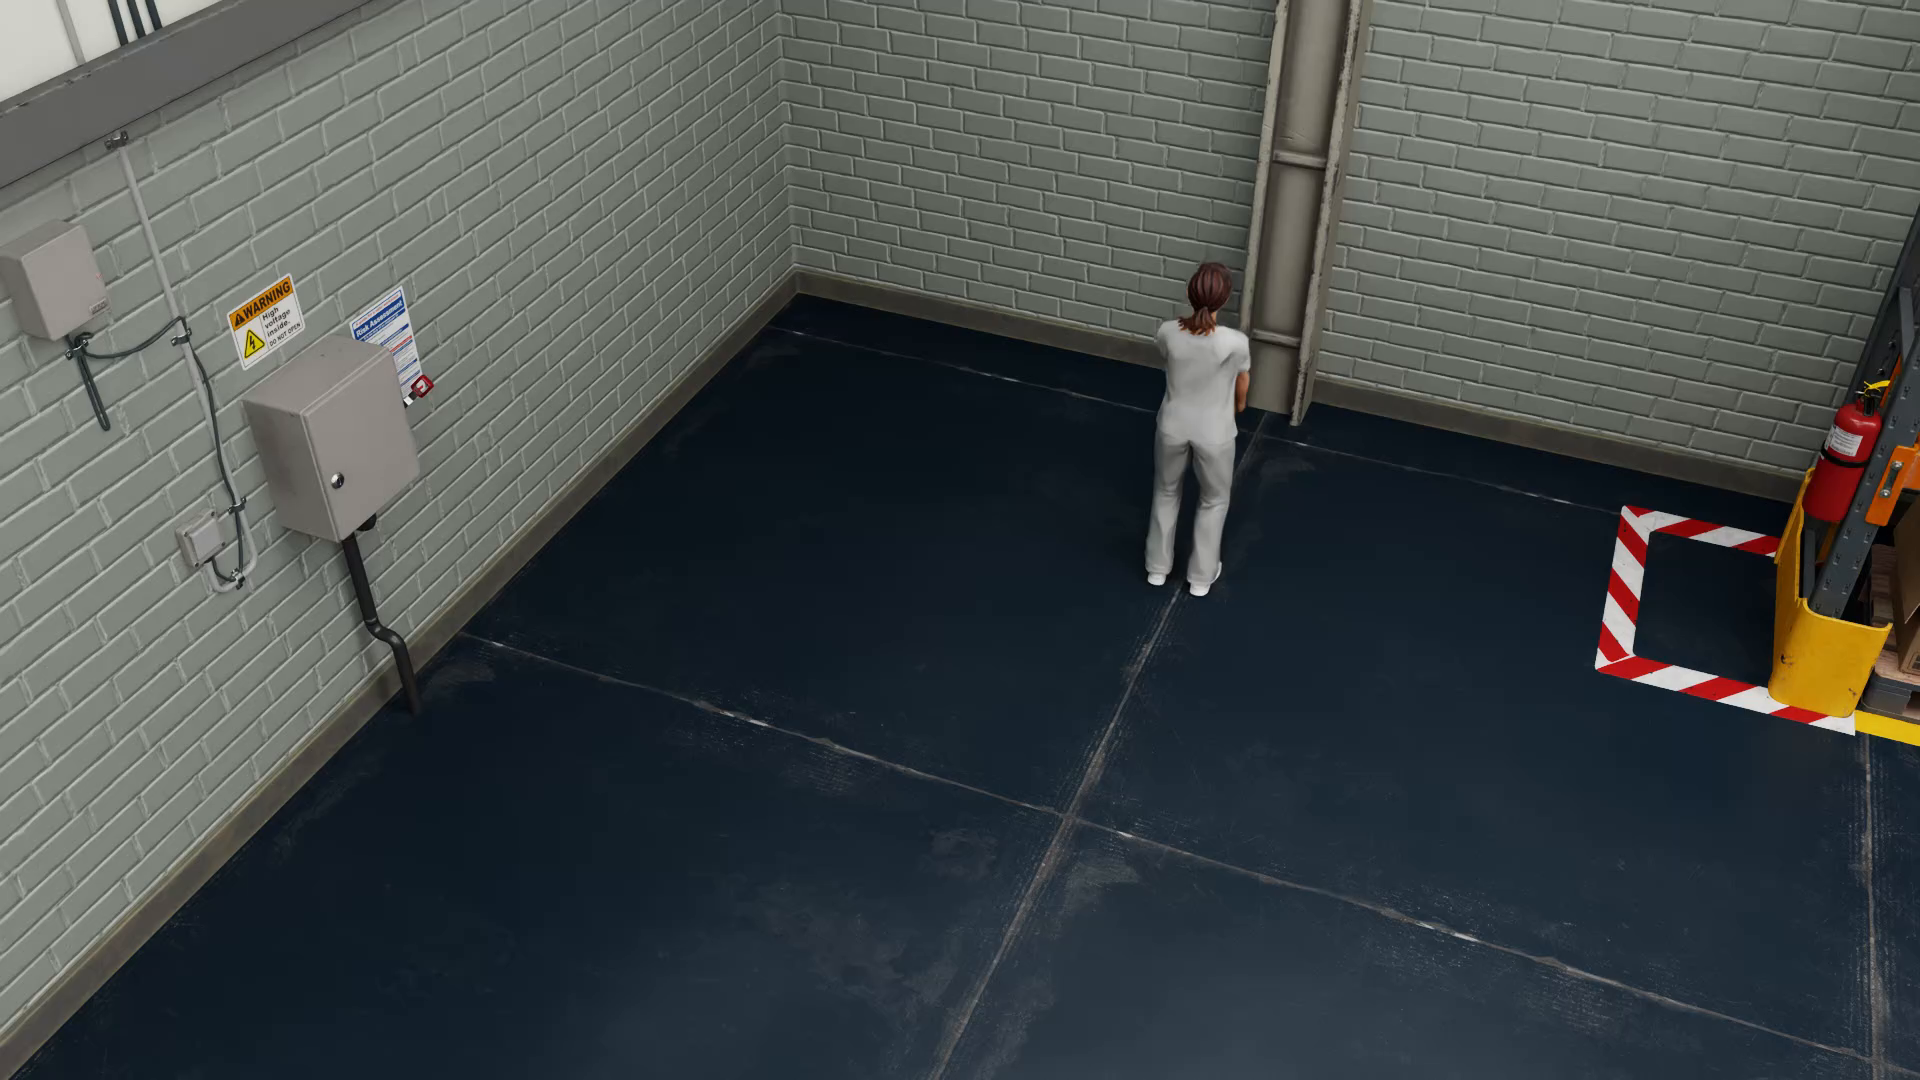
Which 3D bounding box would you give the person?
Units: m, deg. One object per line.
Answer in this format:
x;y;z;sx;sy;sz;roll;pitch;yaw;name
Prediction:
1.084;-0.535;7.524;0.410;1.669;0.507;14;40;17;person
